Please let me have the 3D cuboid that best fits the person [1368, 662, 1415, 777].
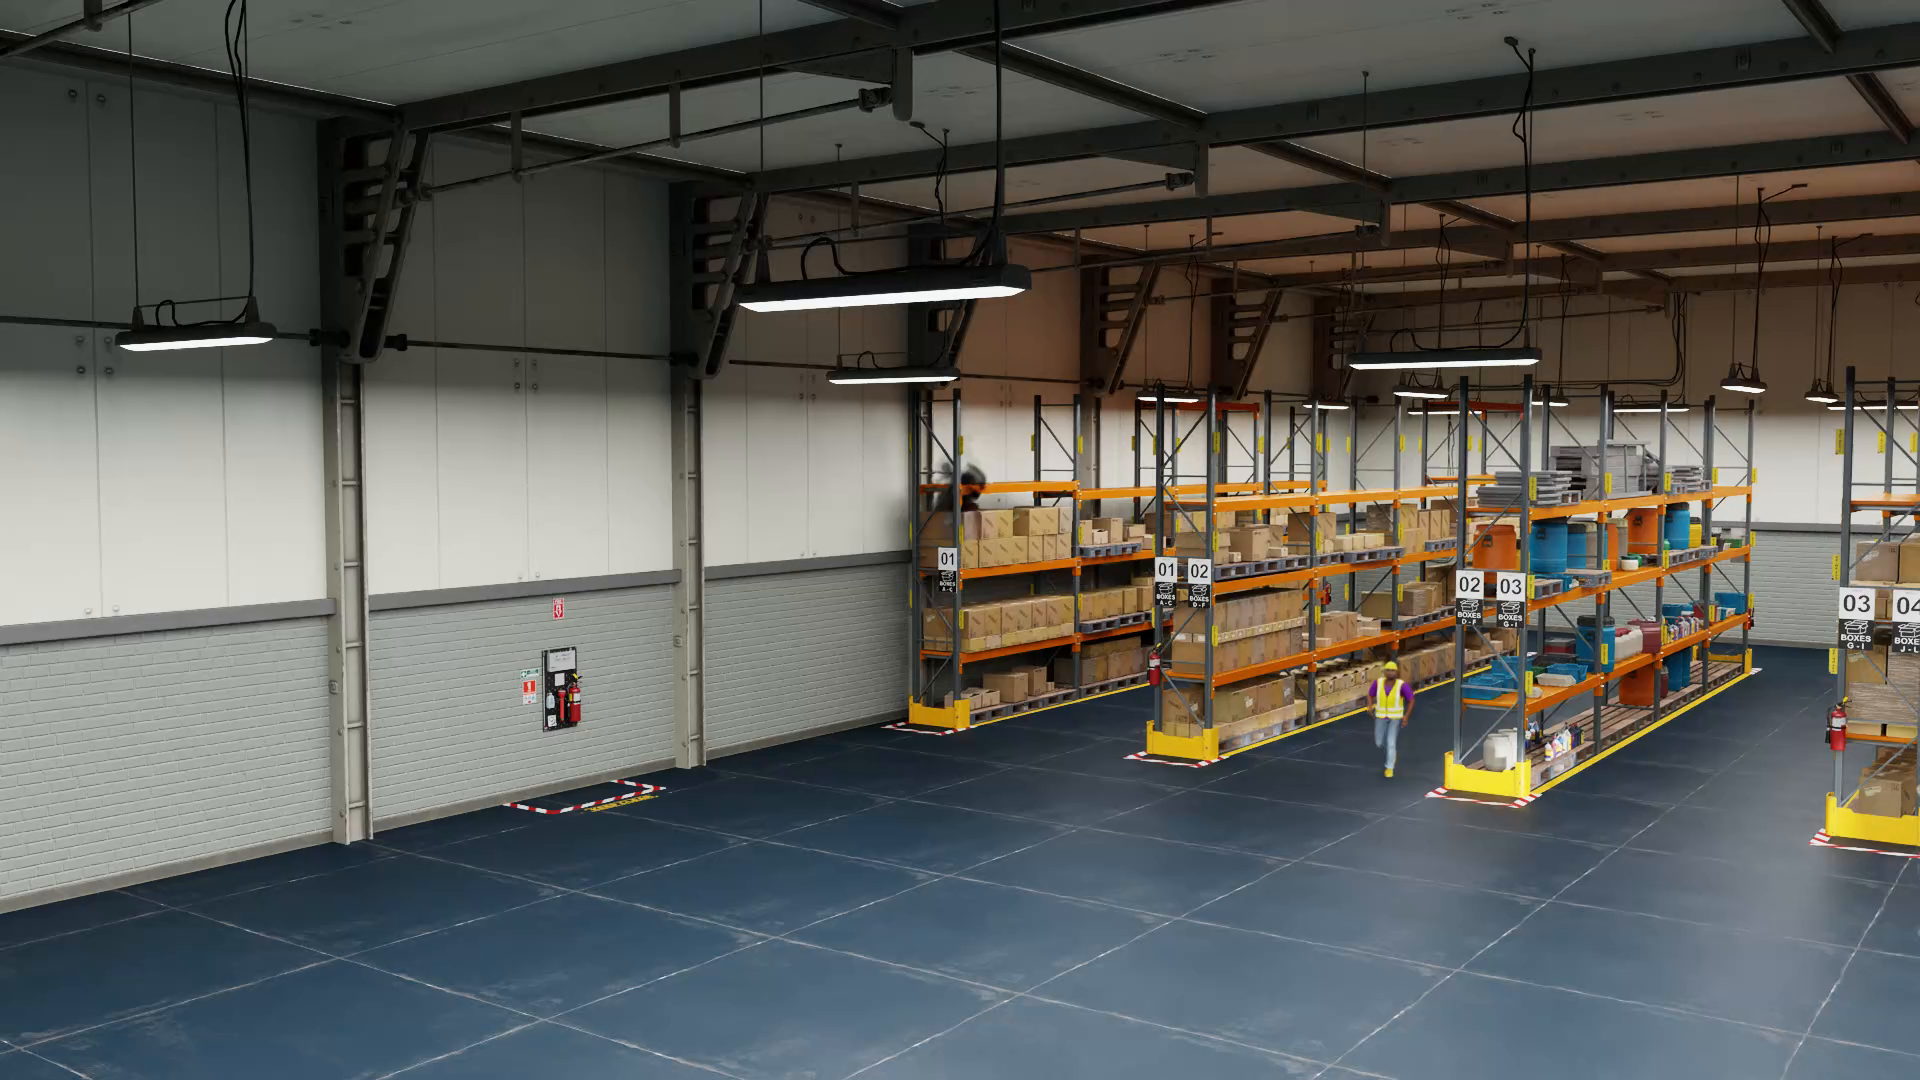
[{"bbox_3d":[6.531,2.707,25.290,0.734,1.731,0.551,2,4,30],"label":"person"}]
